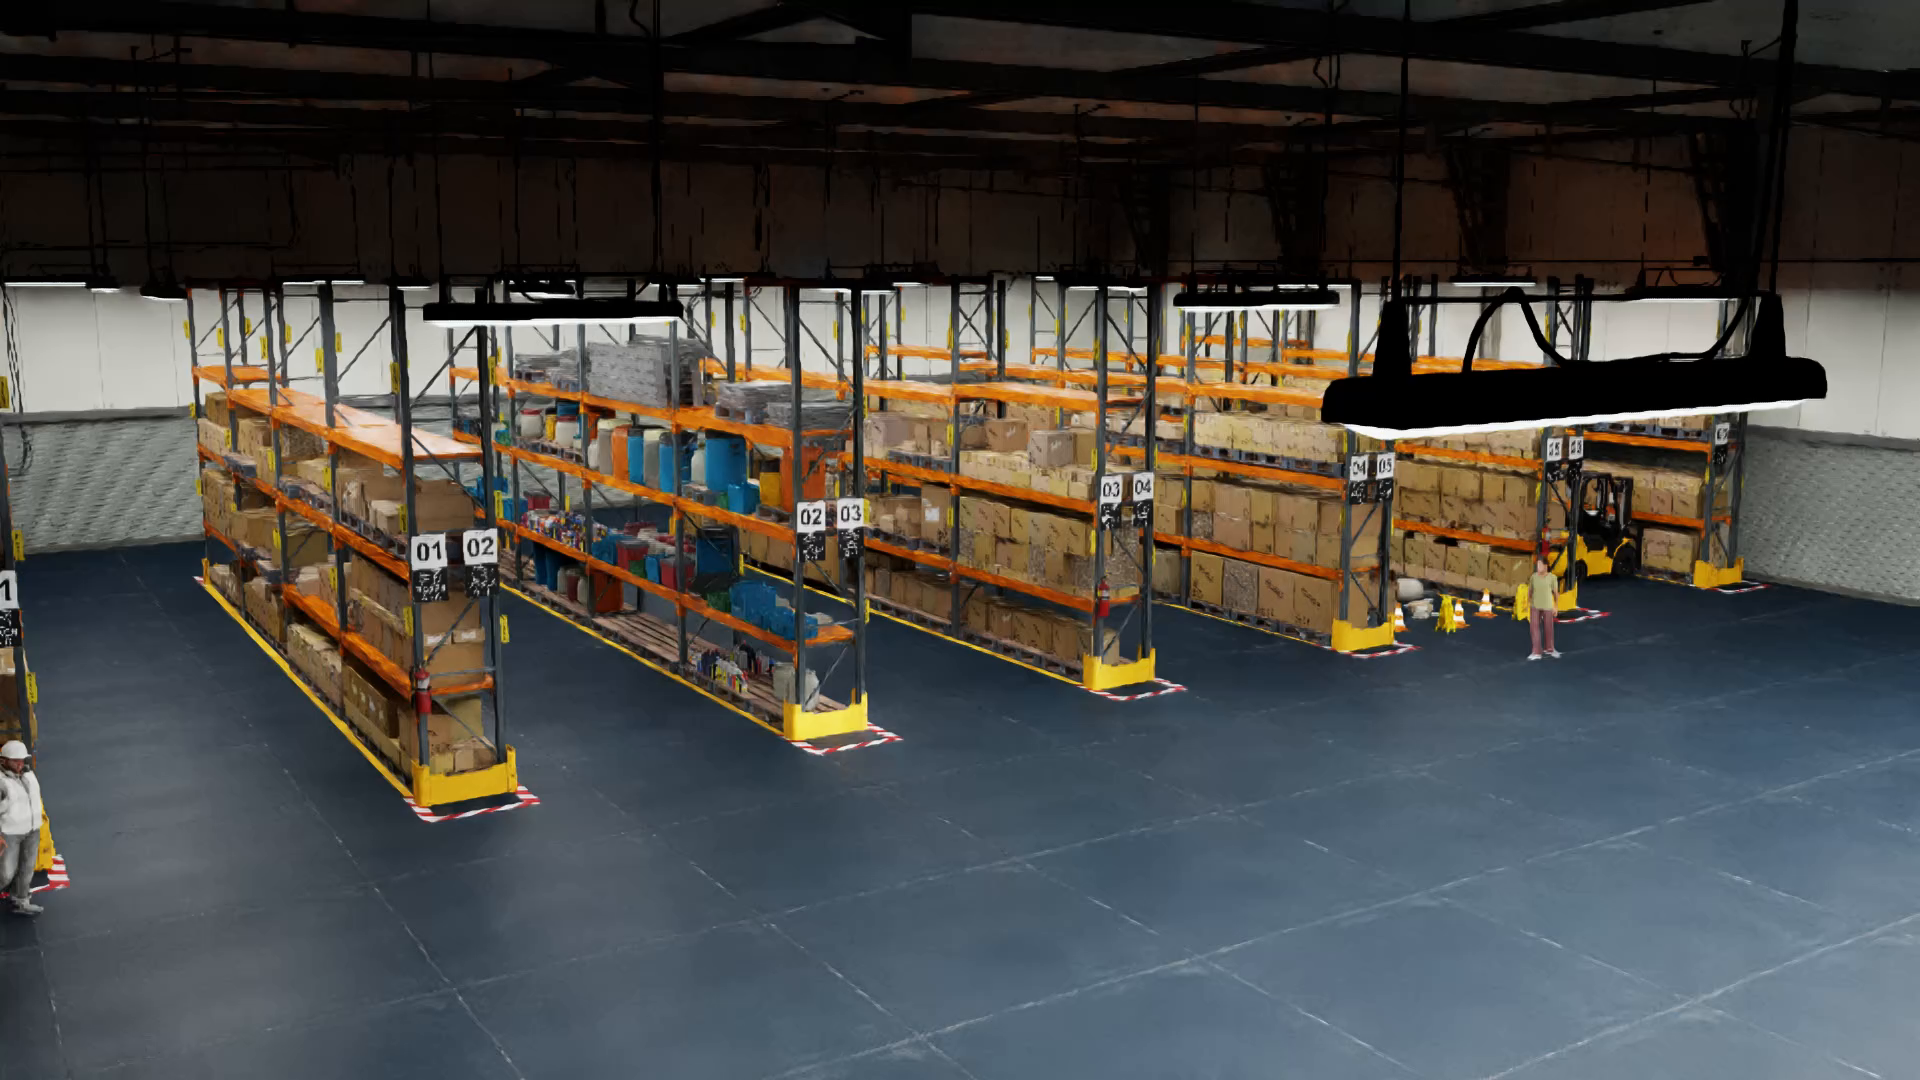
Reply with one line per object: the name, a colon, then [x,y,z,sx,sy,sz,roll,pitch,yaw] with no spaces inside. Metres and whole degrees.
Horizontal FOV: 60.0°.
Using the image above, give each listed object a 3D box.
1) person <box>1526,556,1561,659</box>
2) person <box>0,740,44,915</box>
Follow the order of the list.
person: [9.373,1.074,26.678,0.564,1.665,0.537,6,11,31]
person: [-9.193,2.801,16.032,0.514,1.761,0.690,3,10,17]
